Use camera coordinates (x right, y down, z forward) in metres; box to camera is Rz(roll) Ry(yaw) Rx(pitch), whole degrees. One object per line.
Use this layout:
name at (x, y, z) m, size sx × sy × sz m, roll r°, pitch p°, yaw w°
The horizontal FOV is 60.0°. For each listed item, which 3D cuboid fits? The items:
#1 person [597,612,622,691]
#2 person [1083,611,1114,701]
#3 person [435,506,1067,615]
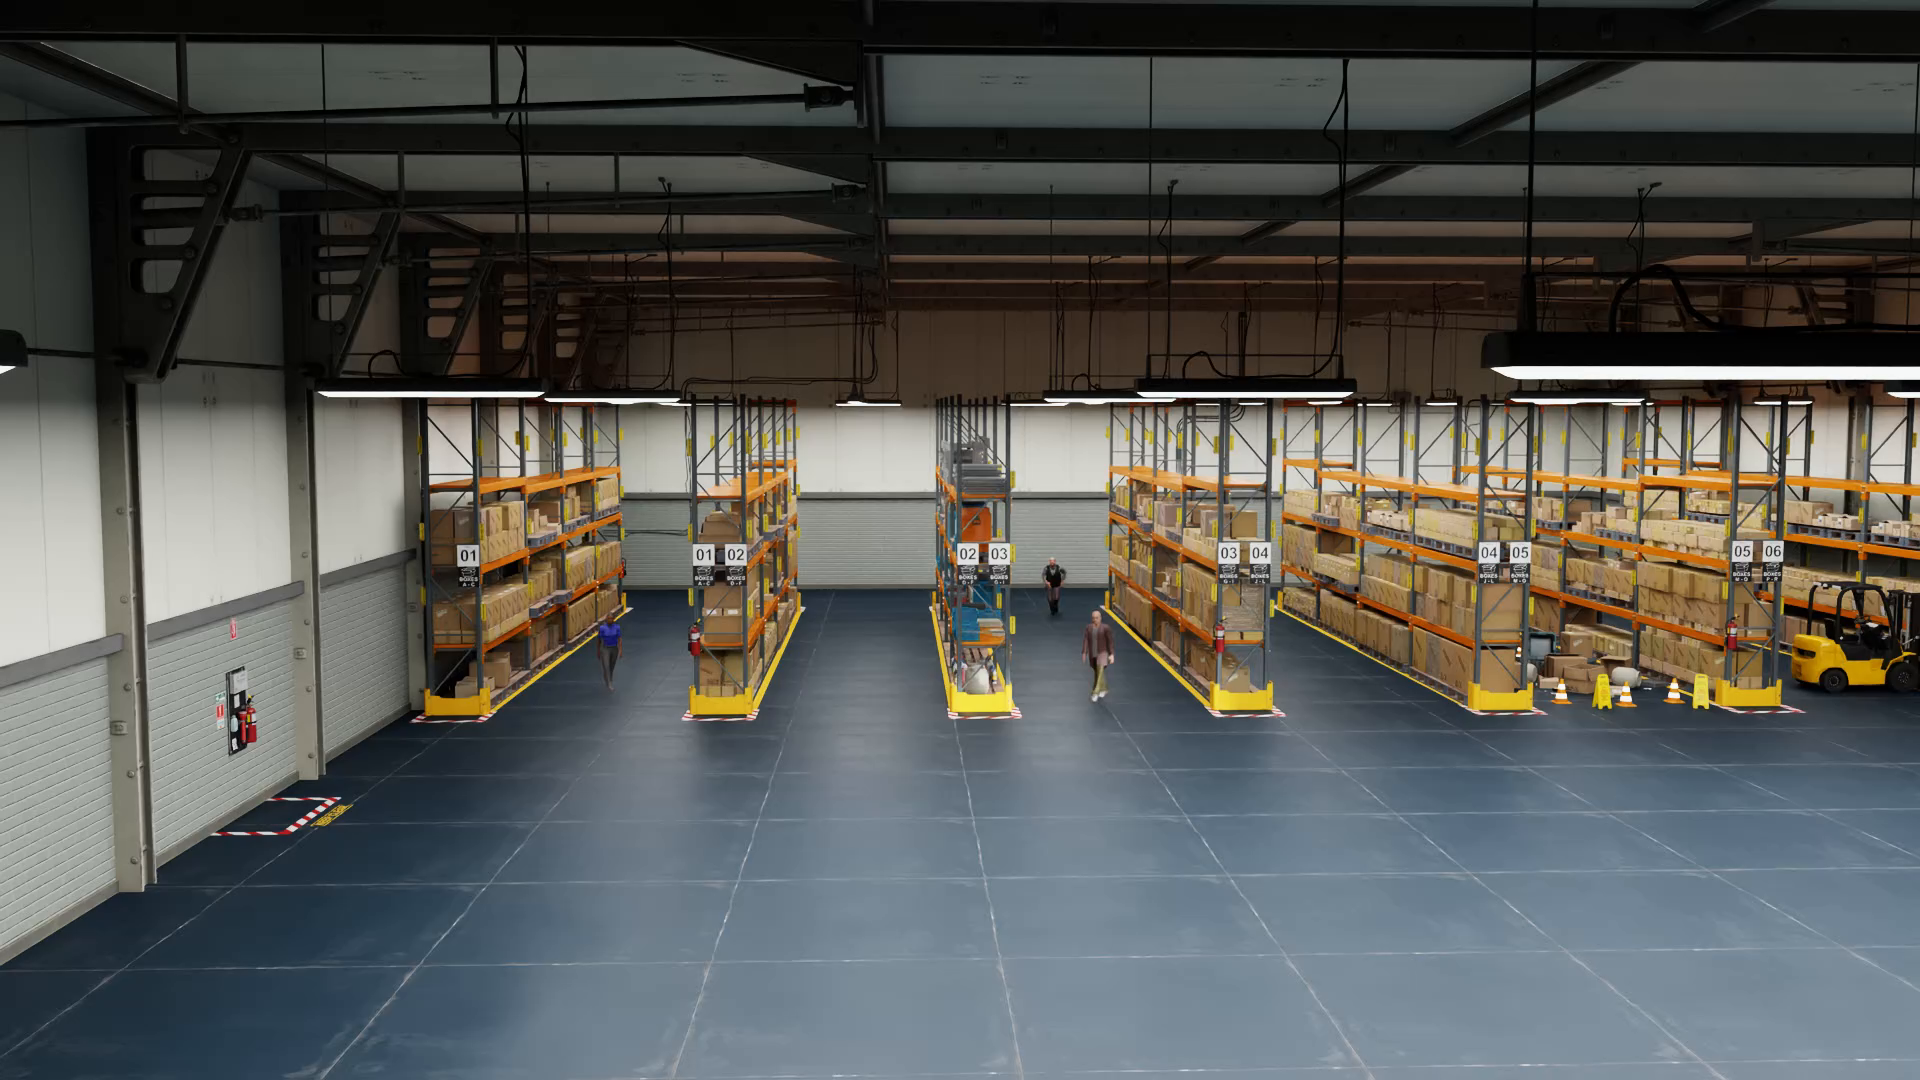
person at (-7.072, 2.252, 33.639) m, size 0.477 × 1.595 × 1.047 m, roll -3°, pitch 5°, yaw -34°
person at (2.683, 2.259, 32.657) m, size 0.564 × 1.732 × 1.060 m, roll 3°, pitch 6°, yaw 37°
person at (-3.501, 0.709, 39.048) m, size 11.396 × 3.880 × 15.934 m, roll 0°, pitch 5°, yaw 6°
